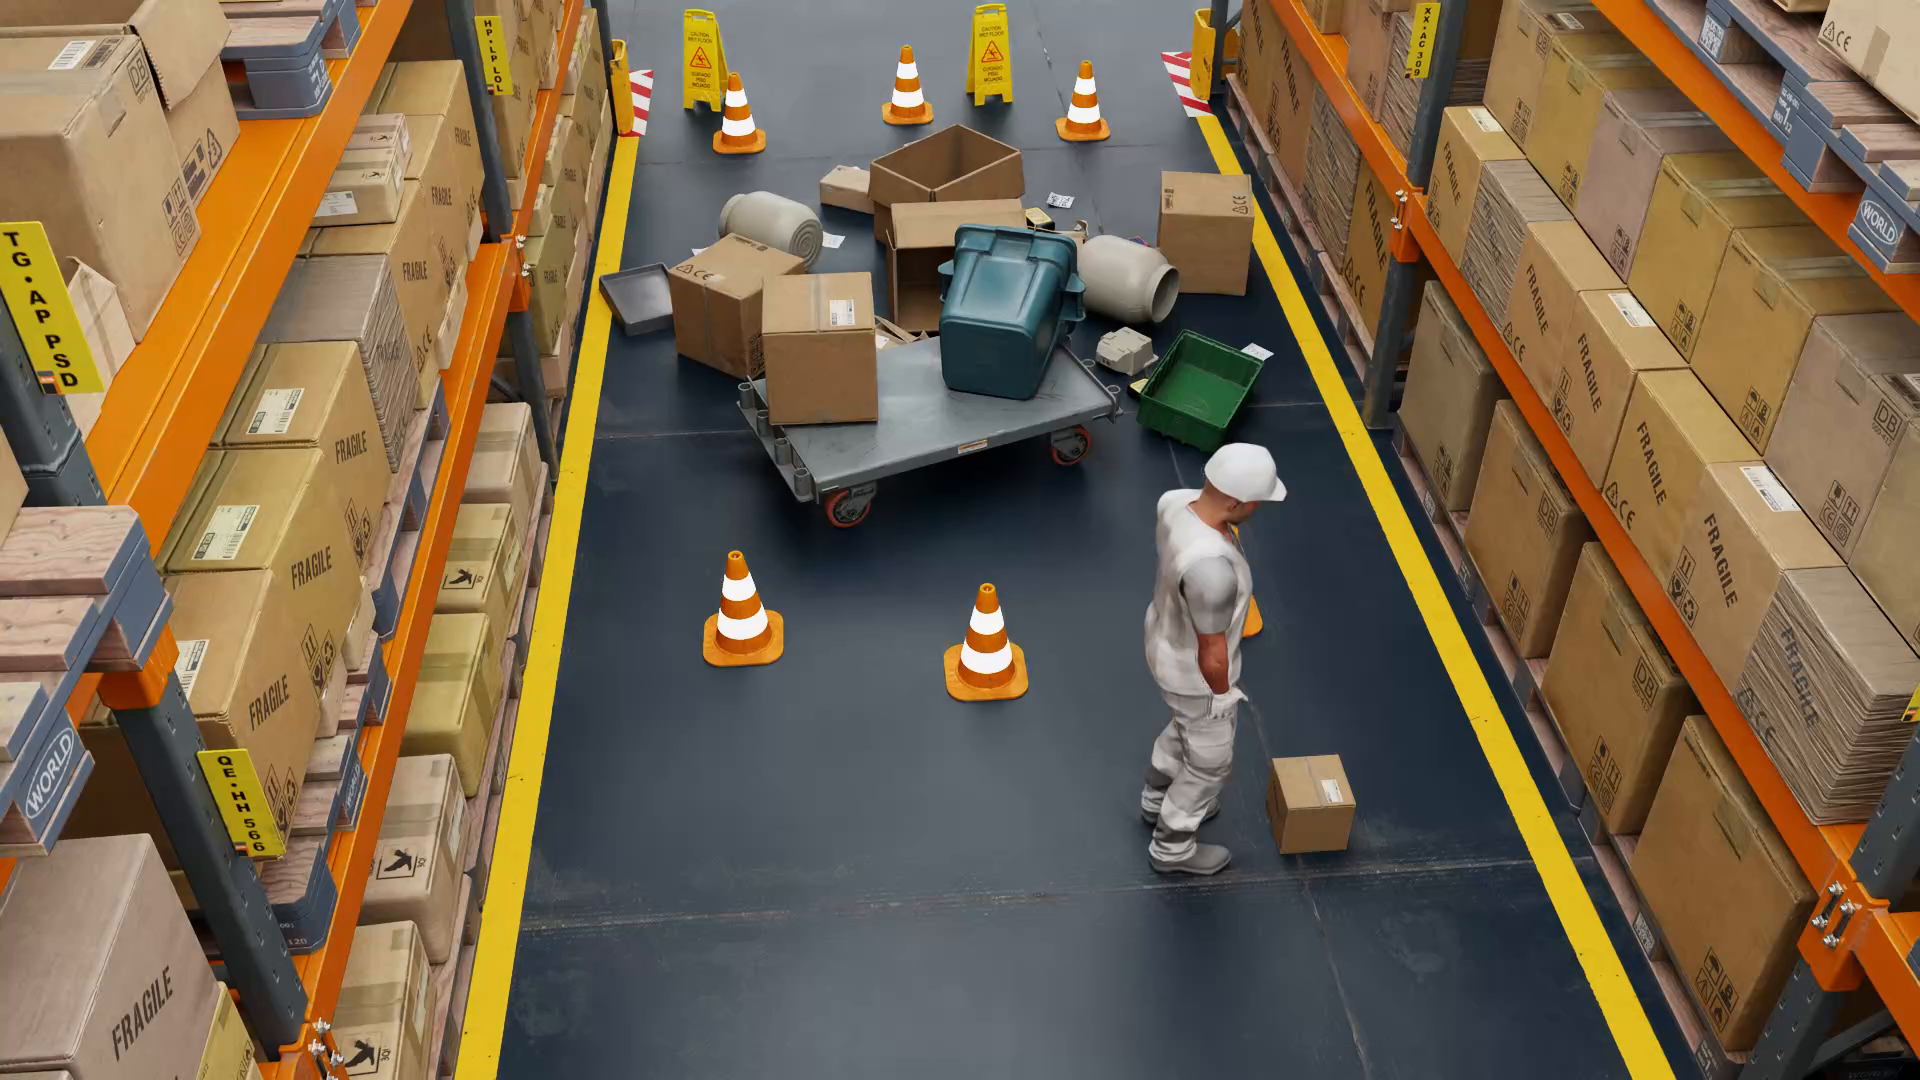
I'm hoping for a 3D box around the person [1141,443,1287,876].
[{"bbox_3d":[0.827,0.403,5.655,0.400,1.763,0.534,-2,39,-3],"label":"person"}]
